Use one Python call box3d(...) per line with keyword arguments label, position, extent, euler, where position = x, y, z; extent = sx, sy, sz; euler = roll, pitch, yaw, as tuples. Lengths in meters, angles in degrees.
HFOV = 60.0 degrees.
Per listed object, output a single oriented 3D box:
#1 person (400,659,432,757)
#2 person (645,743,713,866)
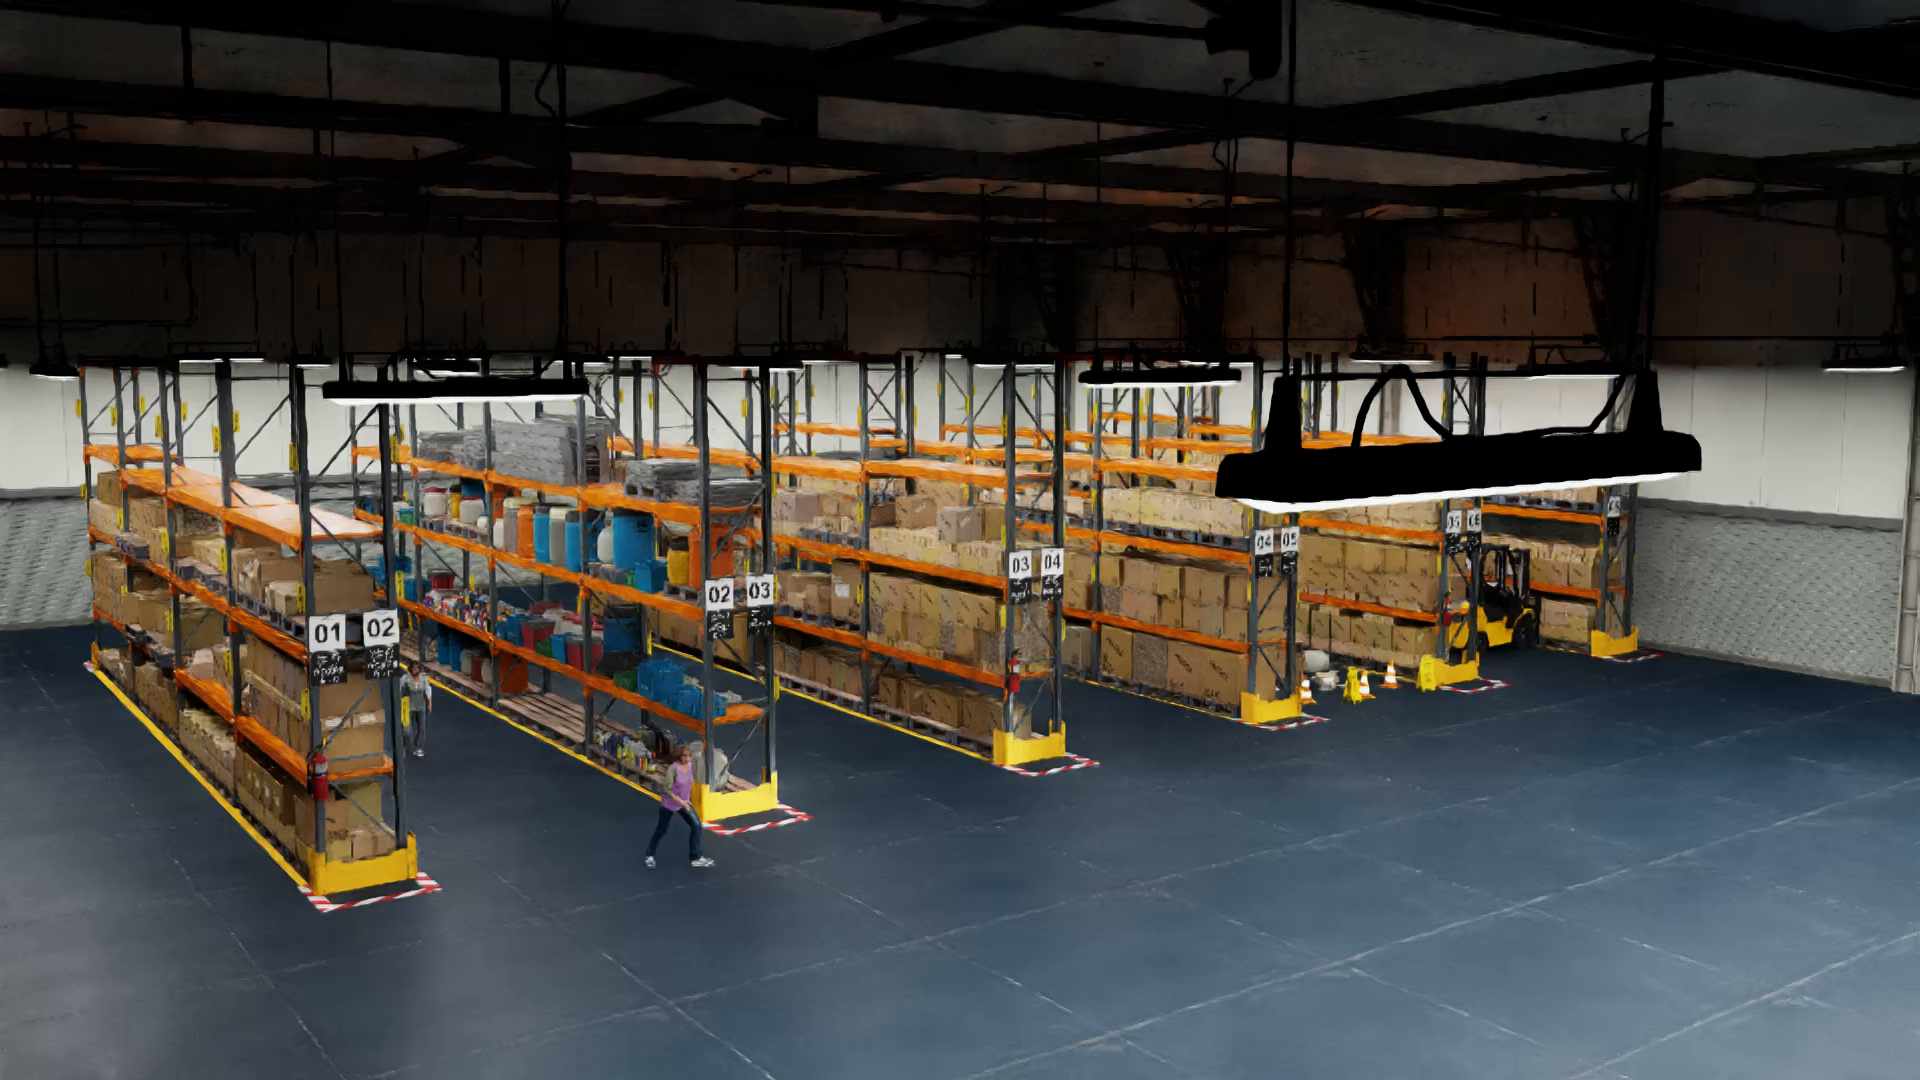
box3d(label="person", position=(-8.261, 2.537, 25.101), extent=(0.566, 1.541, 0.519), euler=(-5, 9, -37))
box3d(label="person", position=(-3.406, 3.156, 19.898), extent=(0.788, 1.524, 0.561), euler=(5, 9, 36))
